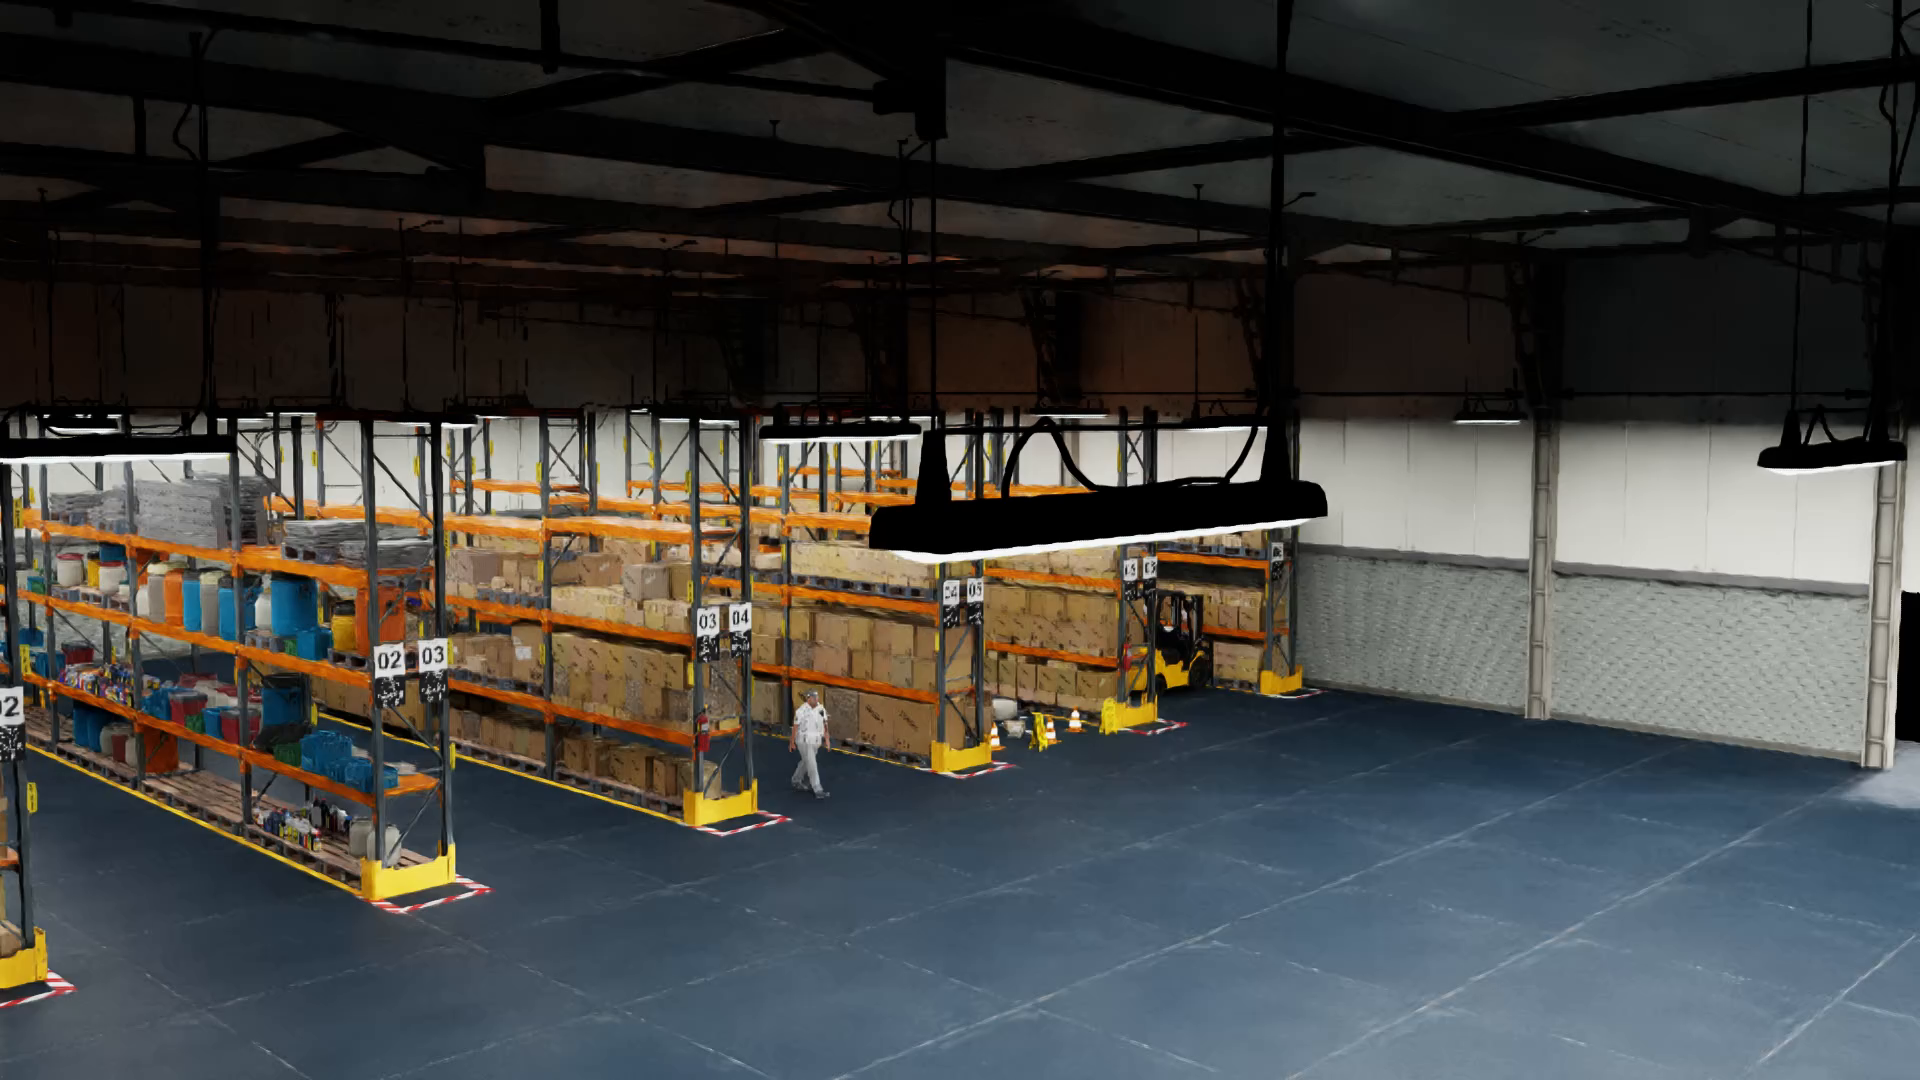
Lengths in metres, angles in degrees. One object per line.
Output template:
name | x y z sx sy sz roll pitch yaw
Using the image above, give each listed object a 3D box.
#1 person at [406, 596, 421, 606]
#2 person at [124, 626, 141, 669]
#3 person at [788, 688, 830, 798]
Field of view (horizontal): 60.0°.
person | -13.914 1.779 42.509 0.494 1.581 0.944 -2 6 -24
person | -16.672 2.534 33.553 0.396 1.632 0.545 -3 6 -34
person | -2.332 3.154 26.176 1.040 1.712 0.556 5 7 43
